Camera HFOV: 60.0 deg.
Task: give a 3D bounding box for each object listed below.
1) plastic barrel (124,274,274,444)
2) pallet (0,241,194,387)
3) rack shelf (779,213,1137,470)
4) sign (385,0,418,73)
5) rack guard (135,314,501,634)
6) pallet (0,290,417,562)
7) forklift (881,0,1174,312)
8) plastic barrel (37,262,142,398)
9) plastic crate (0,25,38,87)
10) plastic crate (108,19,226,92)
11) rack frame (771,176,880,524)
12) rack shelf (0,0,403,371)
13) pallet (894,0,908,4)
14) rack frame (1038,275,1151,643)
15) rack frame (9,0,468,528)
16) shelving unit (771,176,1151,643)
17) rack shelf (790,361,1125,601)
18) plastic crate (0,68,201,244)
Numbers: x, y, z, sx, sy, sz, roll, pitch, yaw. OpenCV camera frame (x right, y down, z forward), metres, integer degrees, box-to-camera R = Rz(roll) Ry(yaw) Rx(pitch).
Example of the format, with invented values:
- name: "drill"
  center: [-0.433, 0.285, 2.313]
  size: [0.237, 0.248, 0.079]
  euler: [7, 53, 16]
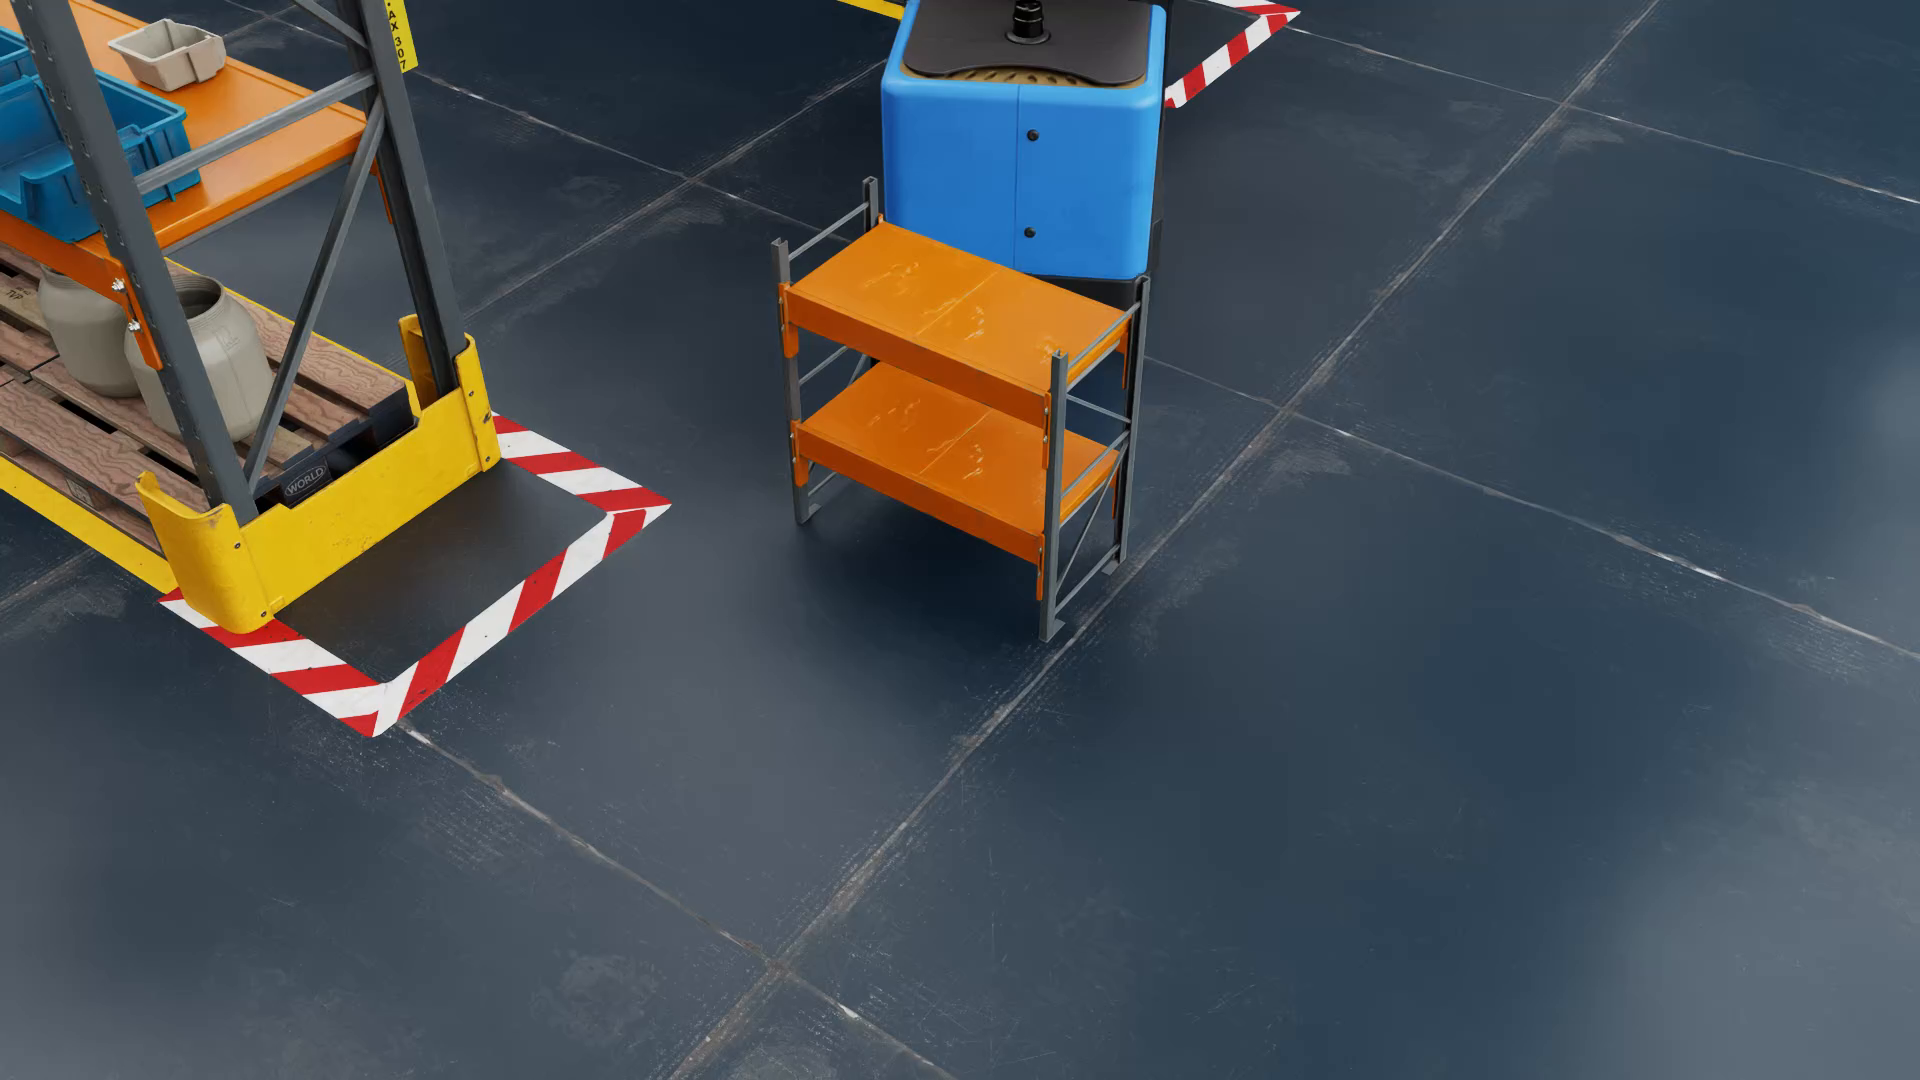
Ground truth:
- name: "plastic barrel"
  center: [-2.625, -0.615, 5.739]
  size: [0.421, 0.512, 0.421]
  euler: [0, 42, 0]
- name: "pallet"
  center: [-3.788, -0.921, 6.621]
  size: [1.213, 0.211, 1.003]
  euler: [25, 48, 25]
- name: "rack shelf"
  center: [-0.006, -0.640, 5.183]
  size: [1.000, 0.278, 0.538]
  euler: [25, 48, 25]
- name: "sign"
  center: [-1.723, -1.577, 5.056]
  size: [0.005, 0.325, 0.100]
  euler: [25, 48, 25]
- name: "rack guard"
  center: [-2.132, -0.248, 5.652]
  size: [0.348, 0.500, 1.175]
  euler: [25, 48, 25]
- name: "pallet"
  center: [-2.794, -0.454, 6.099]
  size: [1.213, 0.211, 1.003]
  euler: [25, 48, 25]
- name: "forklift"
  center: [0.381, -2.886, 6.778]
  size: [1.130, 2.935, 3.031]
  euler: [4, 42, 5]
- name: "plastic barrel"
  center: [-3.035, -0.807, 5.953]
  size: [0.421, 0.512, 0.421]
  euler: [0, 42, 0]
- name: "plastic crate"
  center: [-3.152, -1.400, 5.177]
  size: [0.408, 0.251, 0.499]
  euler: [25, 48, 25]
- name: "plastic crate"
  center: [-2.590, -1.596, 5.482]
  size: [0.250, 0.136, 0.298]
  euler: [25, 48, 25]
- name: "rack frame"
  center: [-0.422, -0.616, 5.595]
  size: [0.032, 1.125, 0.500]
  euler: [25, 48, 25]
- name: "rack shelf"
  center: [-3.680, -1.673, 5.910]
  size: [4.000, 0.370, 1.077]
  euler: [25, 48, 25]
- name: "pallet"
  center: [0.095, -3.200, 9.168]
  size: [1.213, 0.211, 1.003]
  euler: [25, 48, 25]
- name: "rack frame"
  center: [0.411, -0.227, 5.160]
  size: [0.032, 1.125, 0.500]
  euler: [25, 48, 25]
- name: "rack frame"
  center: [-2.042, -1.176, 4.814]
  size: [0.127, 3.000, 1.000]
  euler: [25, 48, 25]
- name: "shelving unit"
  center: [-0.006, -0.422, 5.378]
  size: [1.048, 1.125, 0.538]
  euler: [25, 48, 25]
- name: "rack shelf"
  center: [-0.006, -0.240, 5.541]
  size: [1.000, 0.278, 0.538]
  euler: [25, 48, 25]
- name: "plastic crate"
  center: [-2.624, -1.148, 4.896]
  size: [0.616, 0.251, 0.499]
  euler: [25, 48, 25]
